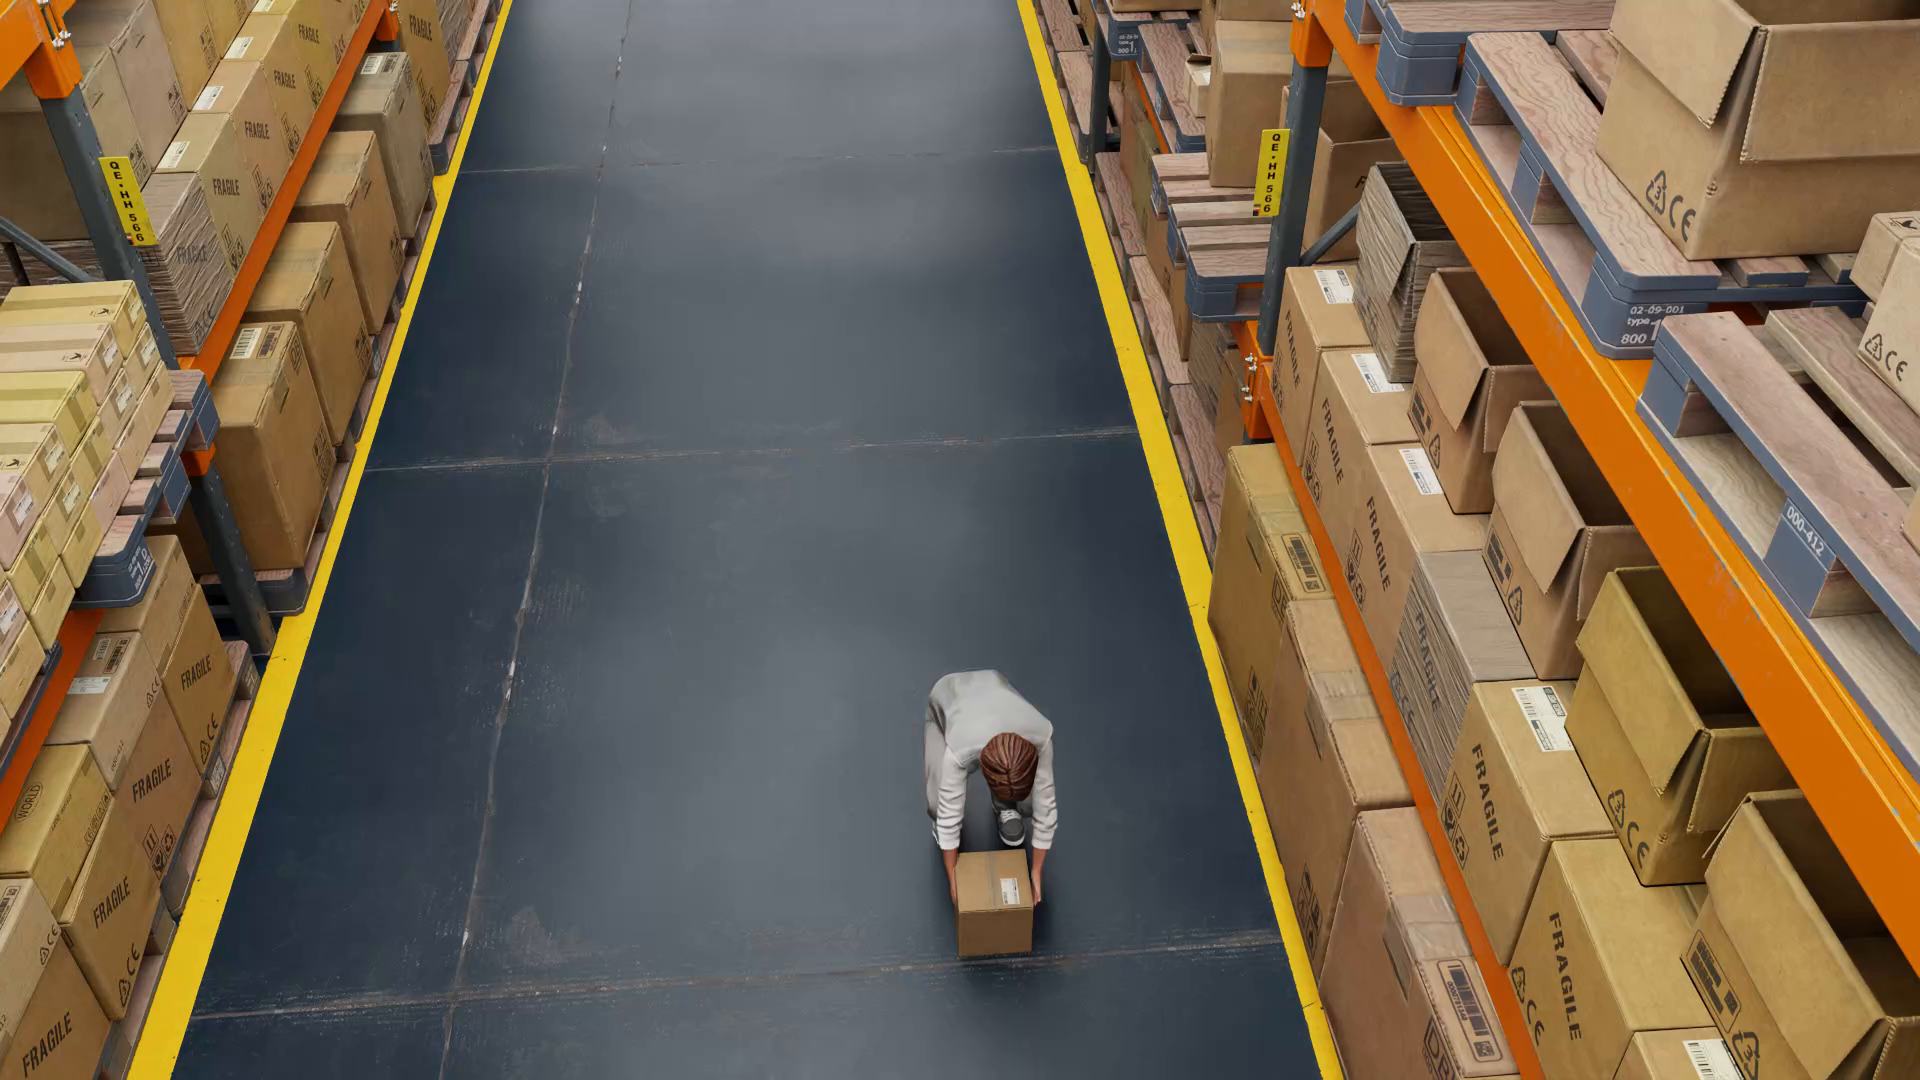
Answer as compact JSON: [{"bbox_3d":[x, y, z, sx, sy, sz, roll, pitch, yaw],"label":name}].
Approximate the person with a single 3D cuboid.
[{"bbox_3d":[0.094,0.798,5.805,0.442,0.829,0.804,-3,40,-4],"label":"person"}]
